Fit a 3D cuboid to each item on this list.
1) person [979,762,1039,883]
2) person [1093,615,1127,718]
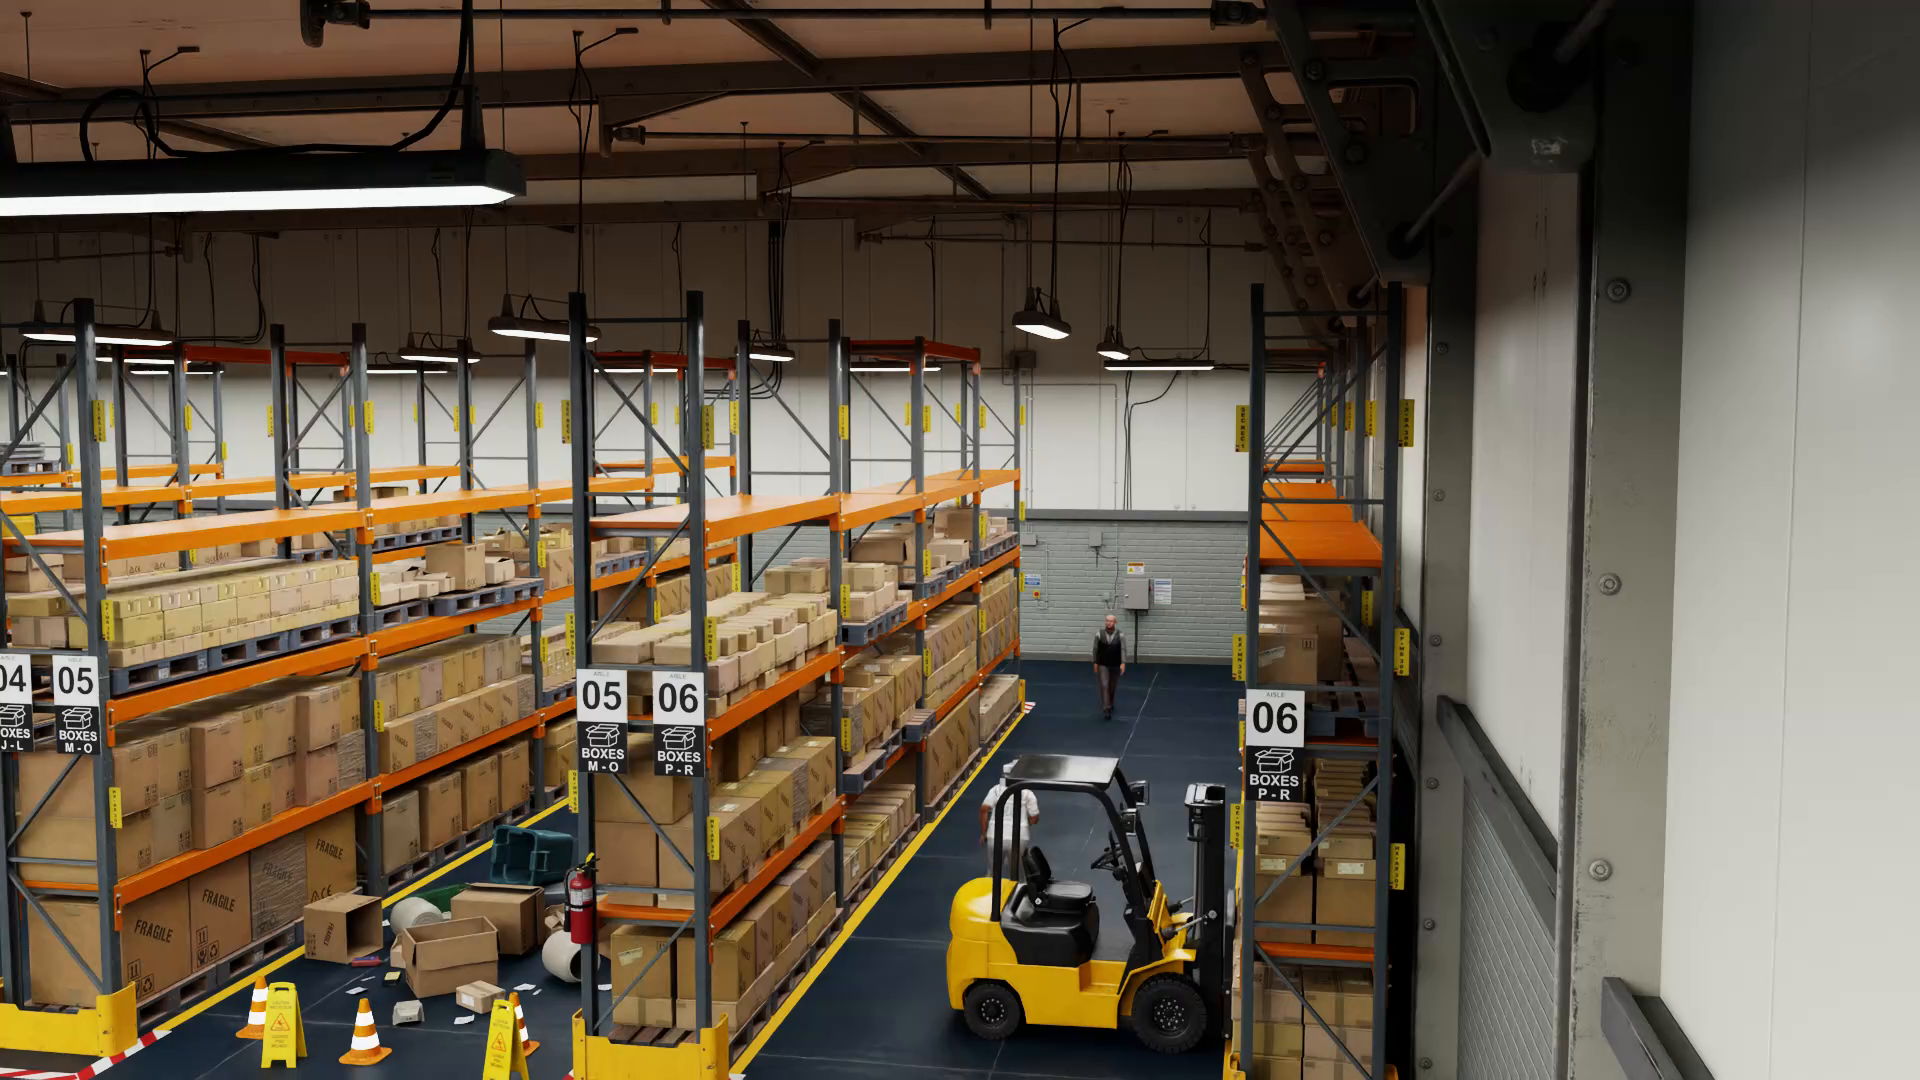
[{"bbox_3d":[0.499,3.041,16.846,0.588,1.559,0.721,1,5,12],"label":"person"},{"bbox_3d":[2.504,2.082,27.716,0.535,1.654,1.103,0,5,-6],"label":"person"}]
